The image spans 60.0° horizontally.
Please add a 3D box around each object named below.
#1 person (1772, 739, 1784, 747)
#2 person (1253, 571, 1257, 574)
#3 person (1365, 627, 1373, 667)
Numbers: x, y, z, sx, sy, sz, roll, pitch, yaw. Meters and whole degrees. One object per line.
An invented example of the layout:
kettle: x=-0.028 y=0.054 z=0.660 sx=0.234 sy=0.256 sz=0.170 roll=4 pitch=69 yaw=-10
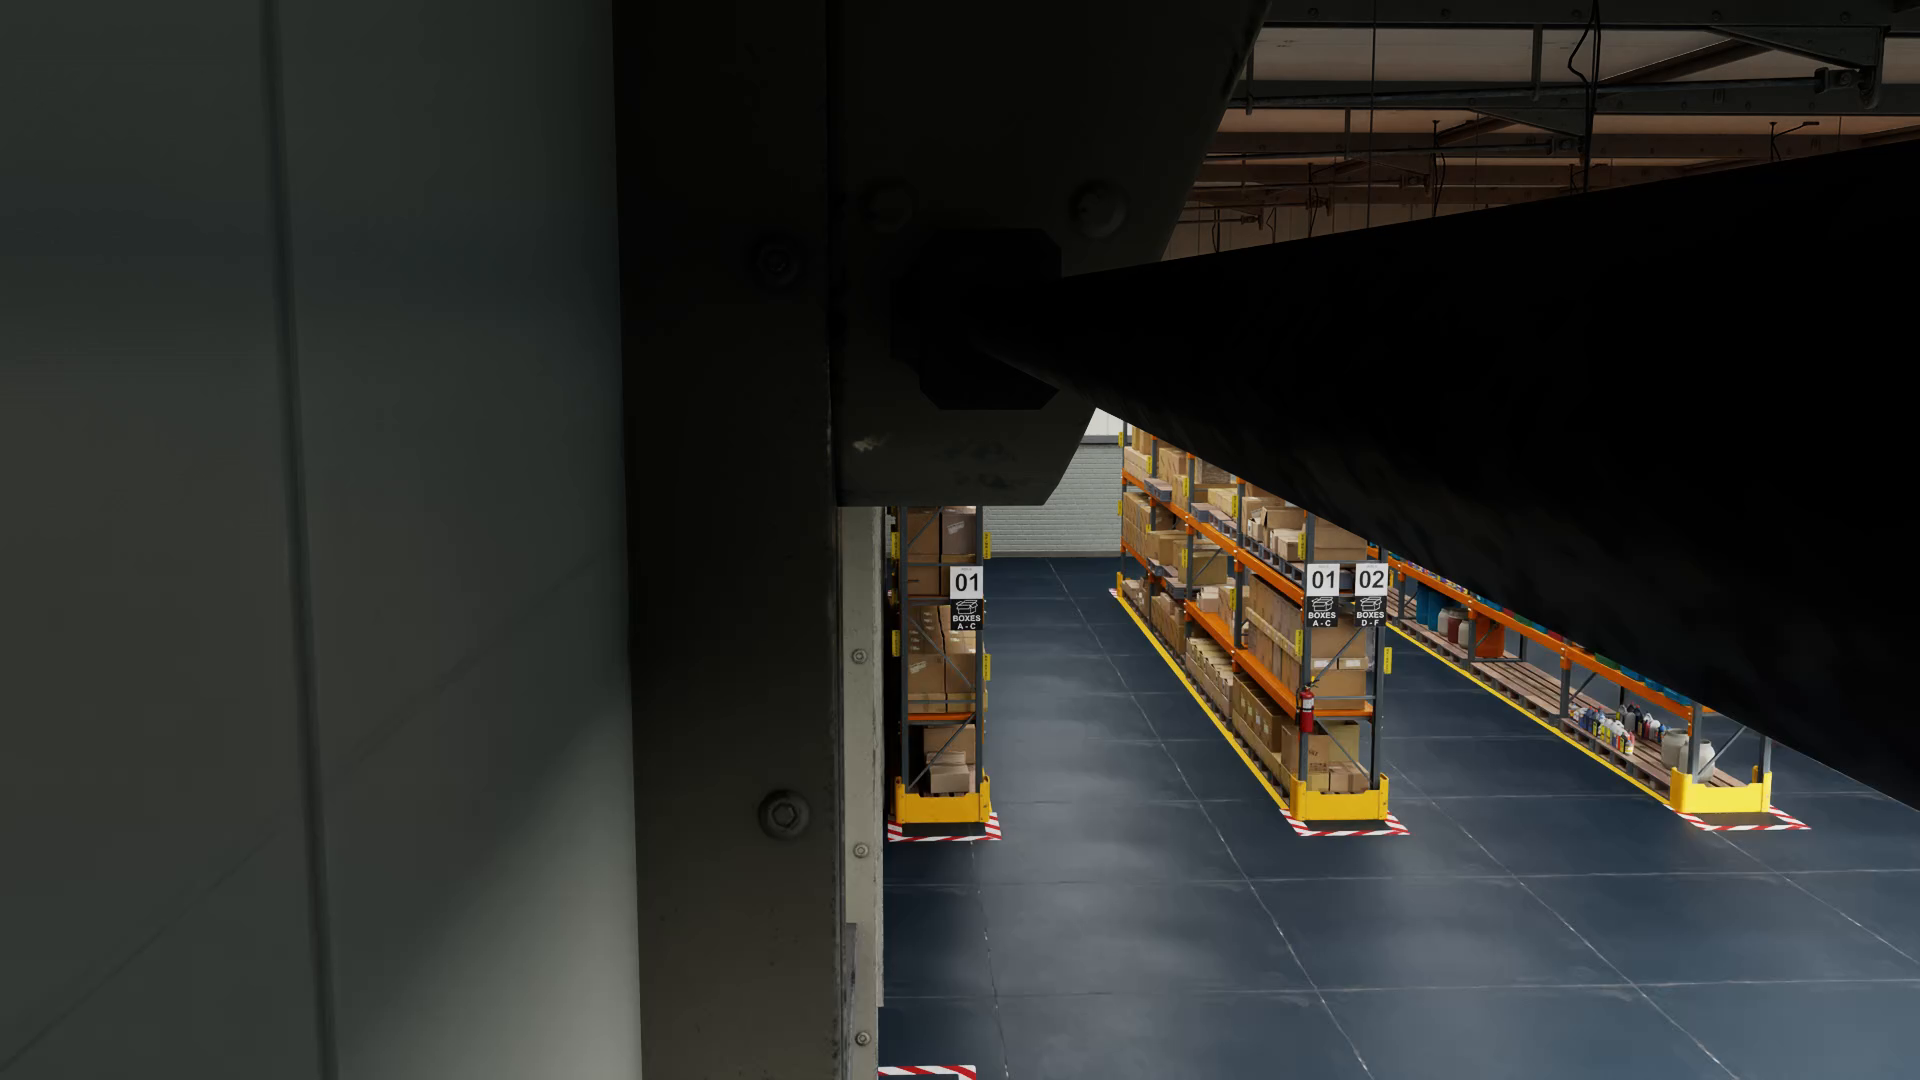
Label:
person: x=11.963 y=2.146 z=24.199 sx=0.443 sy=1.599 sz=0.969 roll=1 pitch=8 yaw=7
person: x=6.092 y=0.865 z=33.197 sx=0.444 sy=1.622 sz=1.012 roll=-1 pitch=8 yaw=-5
person: x=7.126 y=1.442 z=29.172 sx=0.345 sy=1.606 sz=0.422 roll=0 pitch=8 yaw=1
